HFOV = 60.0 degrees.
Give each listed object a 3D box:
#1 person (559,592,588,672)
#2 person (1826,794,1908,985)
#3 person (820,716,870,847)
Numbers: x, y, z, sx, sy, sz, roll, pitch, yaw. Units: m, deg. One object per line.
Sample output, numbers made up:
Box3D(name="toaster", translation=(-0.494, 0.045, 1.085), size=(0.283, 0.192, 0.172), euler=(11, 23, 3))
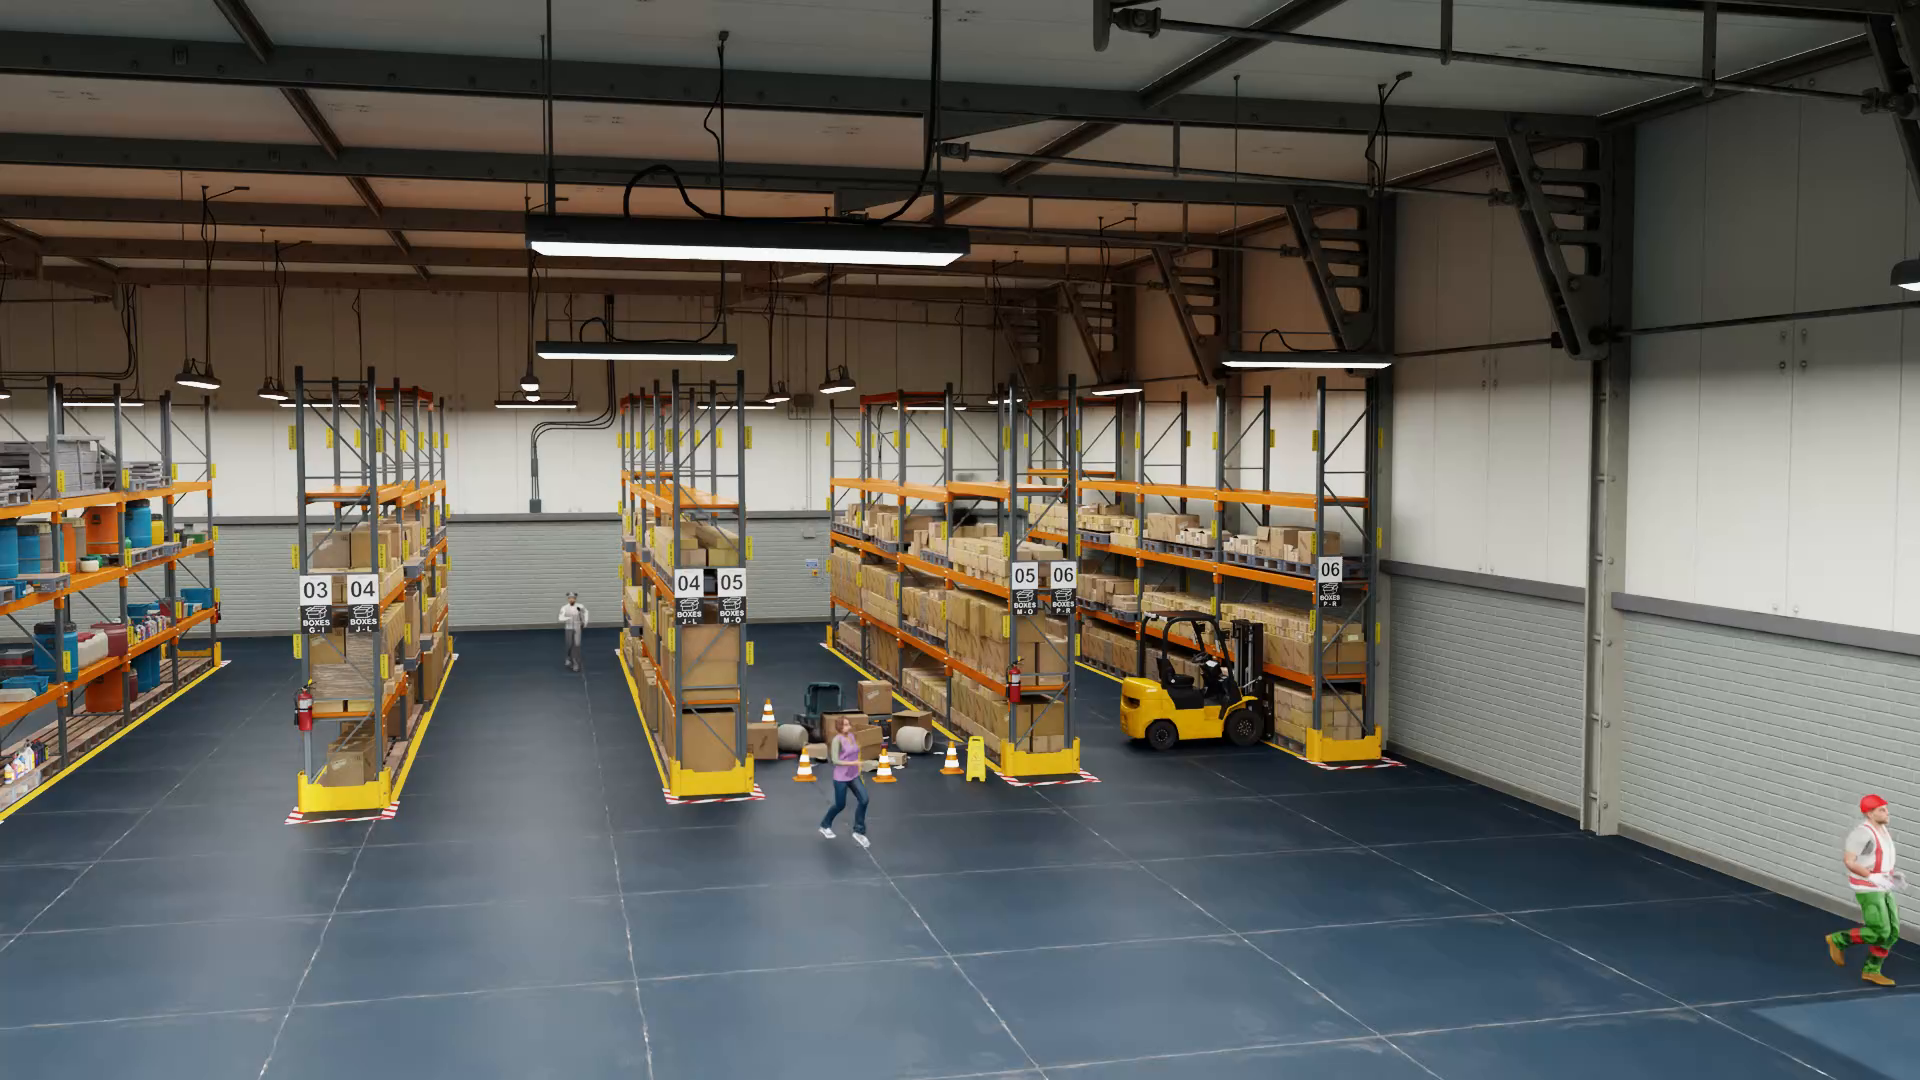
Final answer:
Box3D(name="person", translation=(-8.480, 1.989, 36.467), size=(0.607, 1.726, 0.880), euler=(-1, 3, -12))
Box3D(name="person", translation=(8.408, 3.212, 15.395), size=(0.673, 1.735, 0.625), euler=(-3, 4, -38))
Box3D(name="person", translation=(-1.429, 2.986, 20.677), size=(0.733, 1.615, 0.541), euler=(3, 4, 40))
